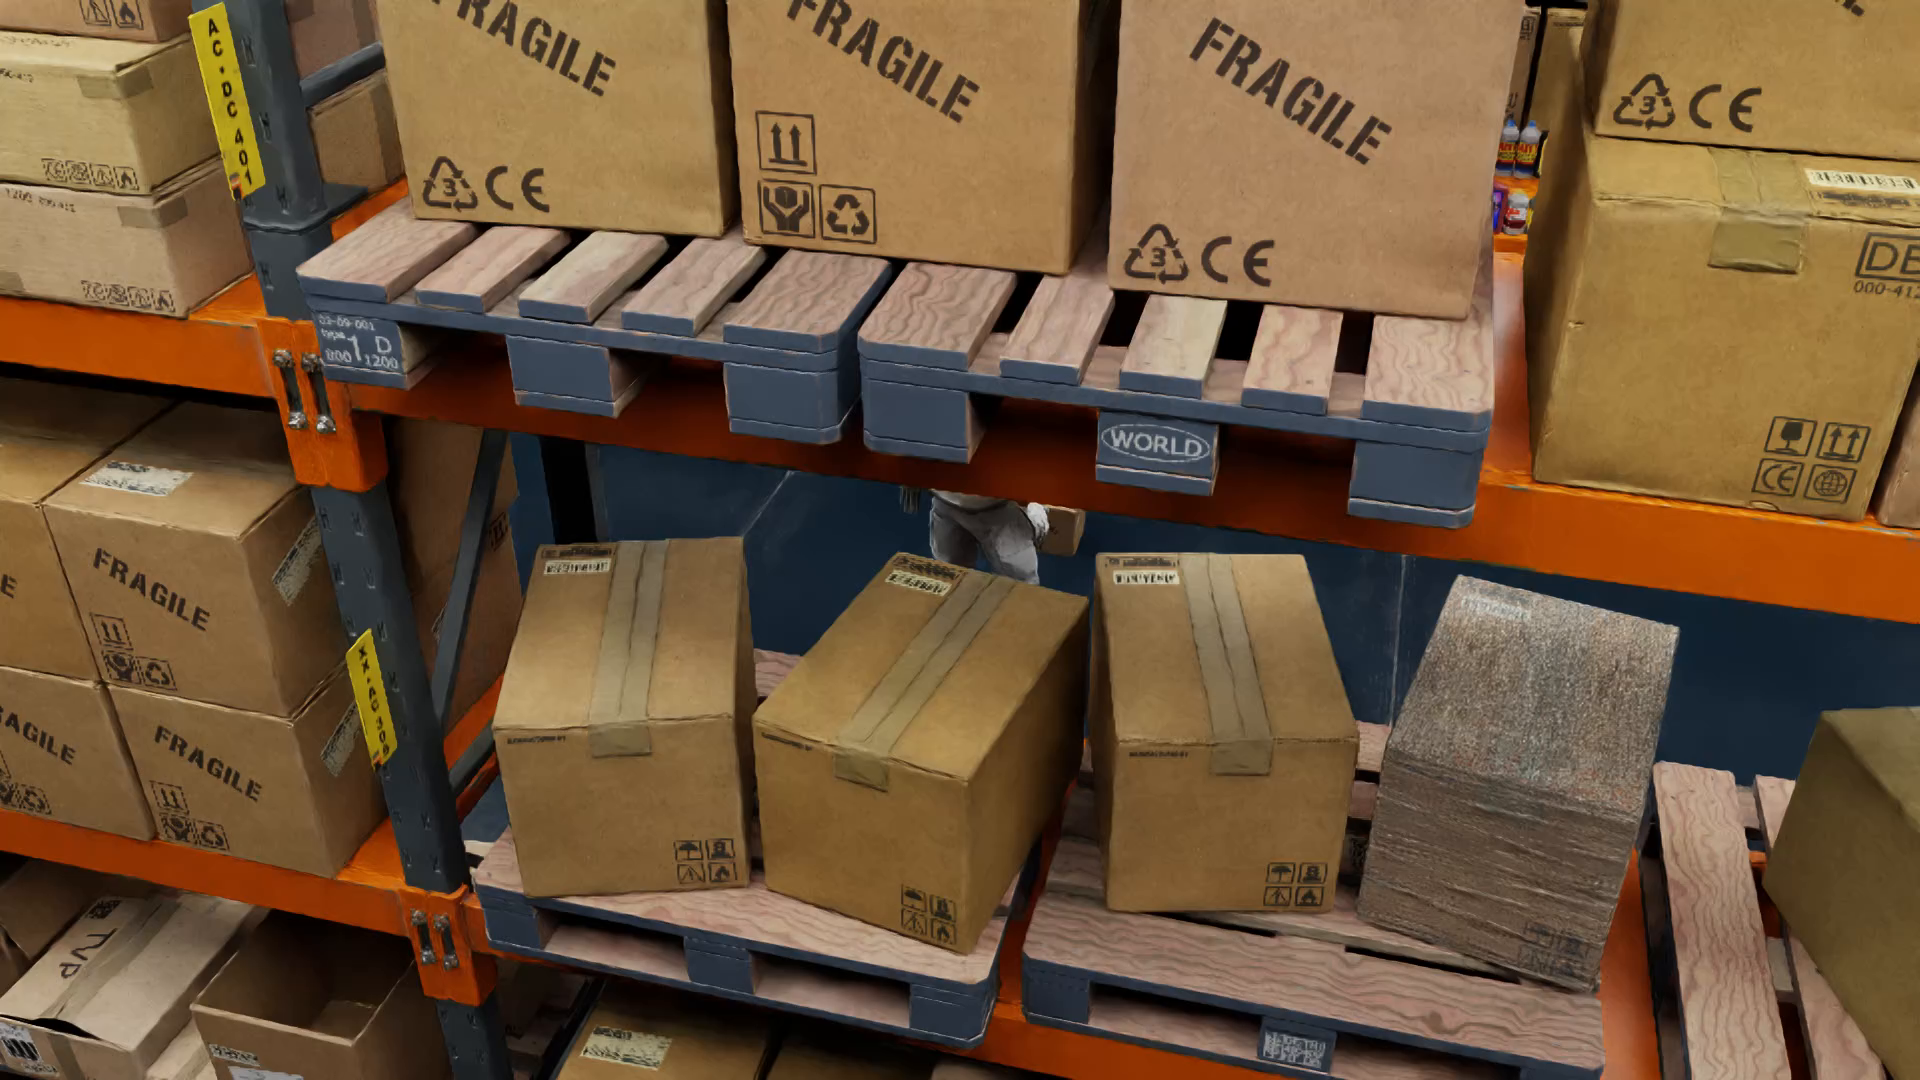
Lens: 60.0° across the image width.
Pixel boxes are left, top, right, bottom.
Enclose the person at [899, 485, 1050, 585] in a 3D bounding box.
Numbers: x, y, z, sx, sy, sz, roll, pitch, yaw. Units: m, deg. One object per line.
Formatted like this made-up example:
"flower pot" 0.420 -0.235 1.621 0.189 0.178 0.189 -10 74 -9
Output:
"person" 0.045 -0.145 6.311 0.456 1.781 0.710 -25 40 -34
